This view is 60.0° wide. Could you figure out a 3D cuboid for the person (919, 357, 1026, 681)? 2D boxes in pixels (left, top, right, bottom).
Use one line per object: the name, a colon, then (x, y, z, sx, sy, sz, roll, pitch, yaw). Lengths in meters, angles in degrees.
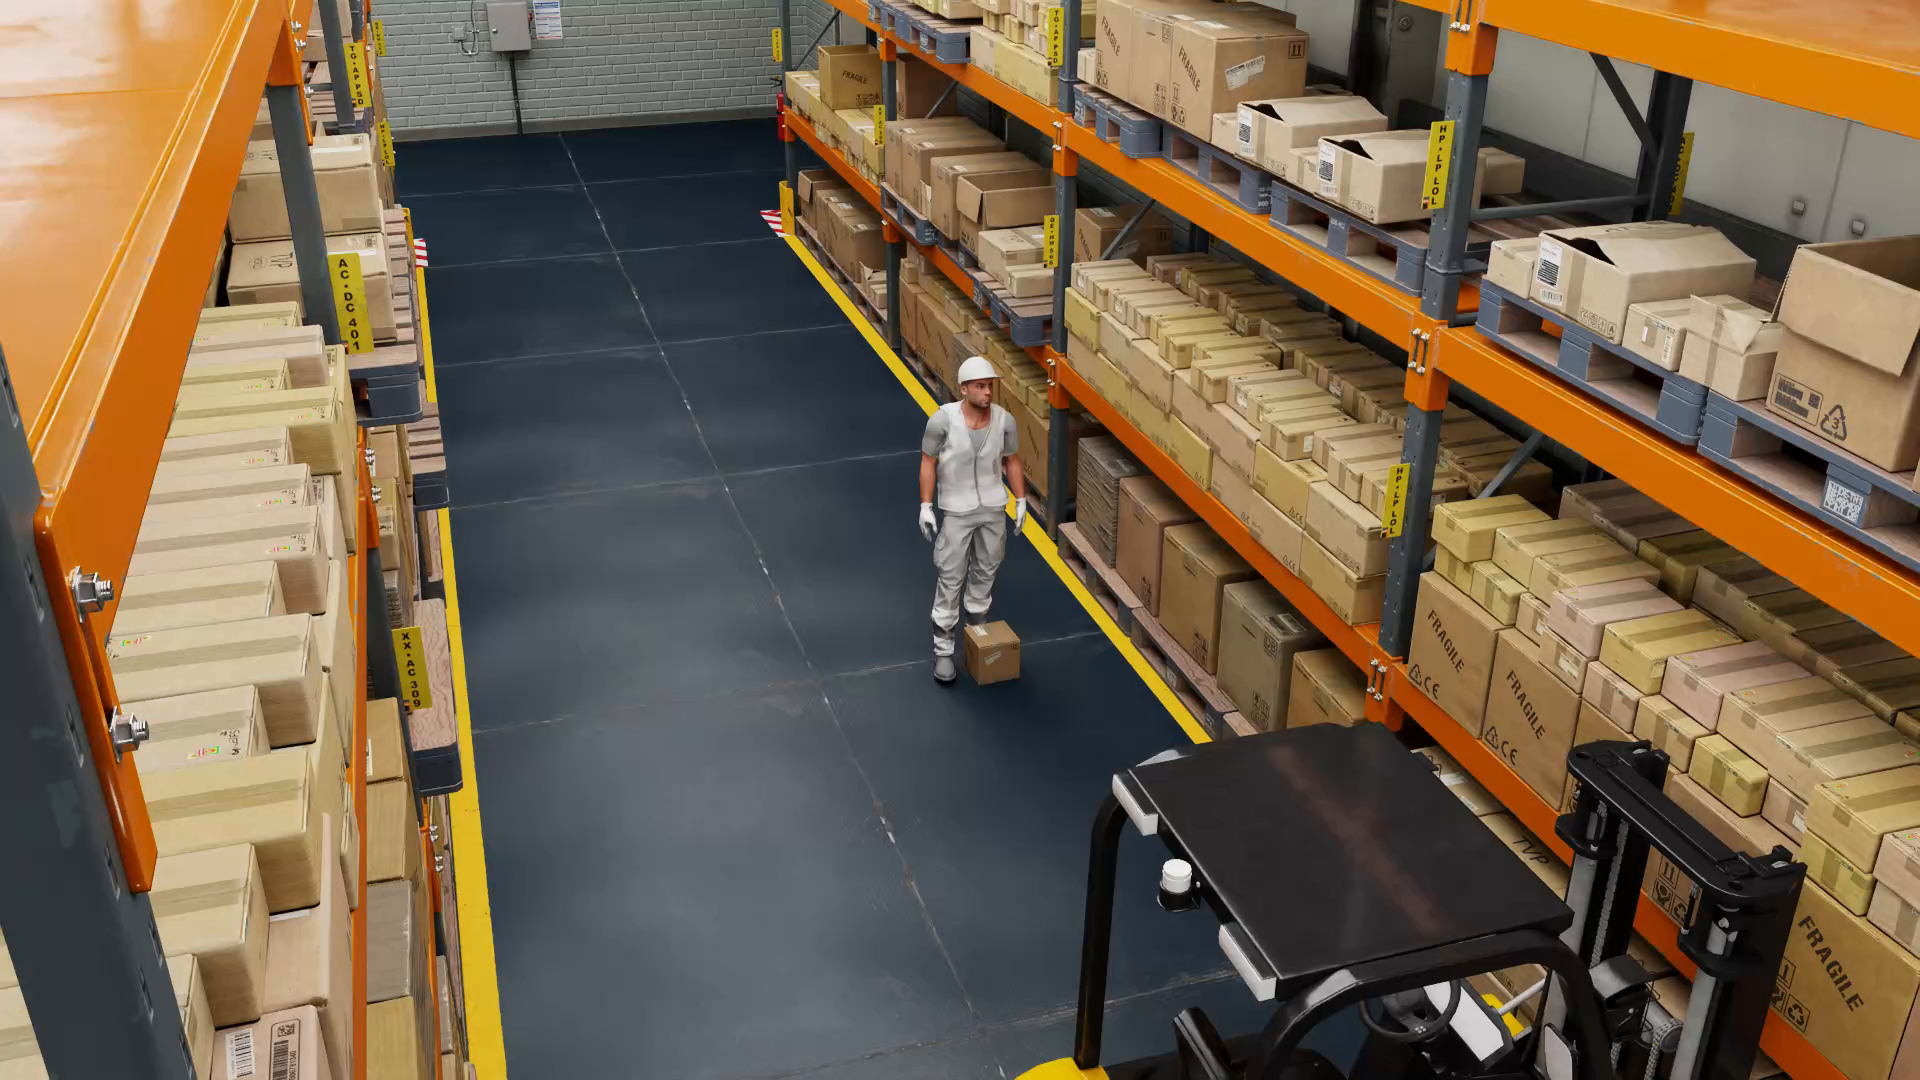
person: (0.091, -0.129, 9.328, 0.638, 1.790, 0.561, -8, 27, -16)
